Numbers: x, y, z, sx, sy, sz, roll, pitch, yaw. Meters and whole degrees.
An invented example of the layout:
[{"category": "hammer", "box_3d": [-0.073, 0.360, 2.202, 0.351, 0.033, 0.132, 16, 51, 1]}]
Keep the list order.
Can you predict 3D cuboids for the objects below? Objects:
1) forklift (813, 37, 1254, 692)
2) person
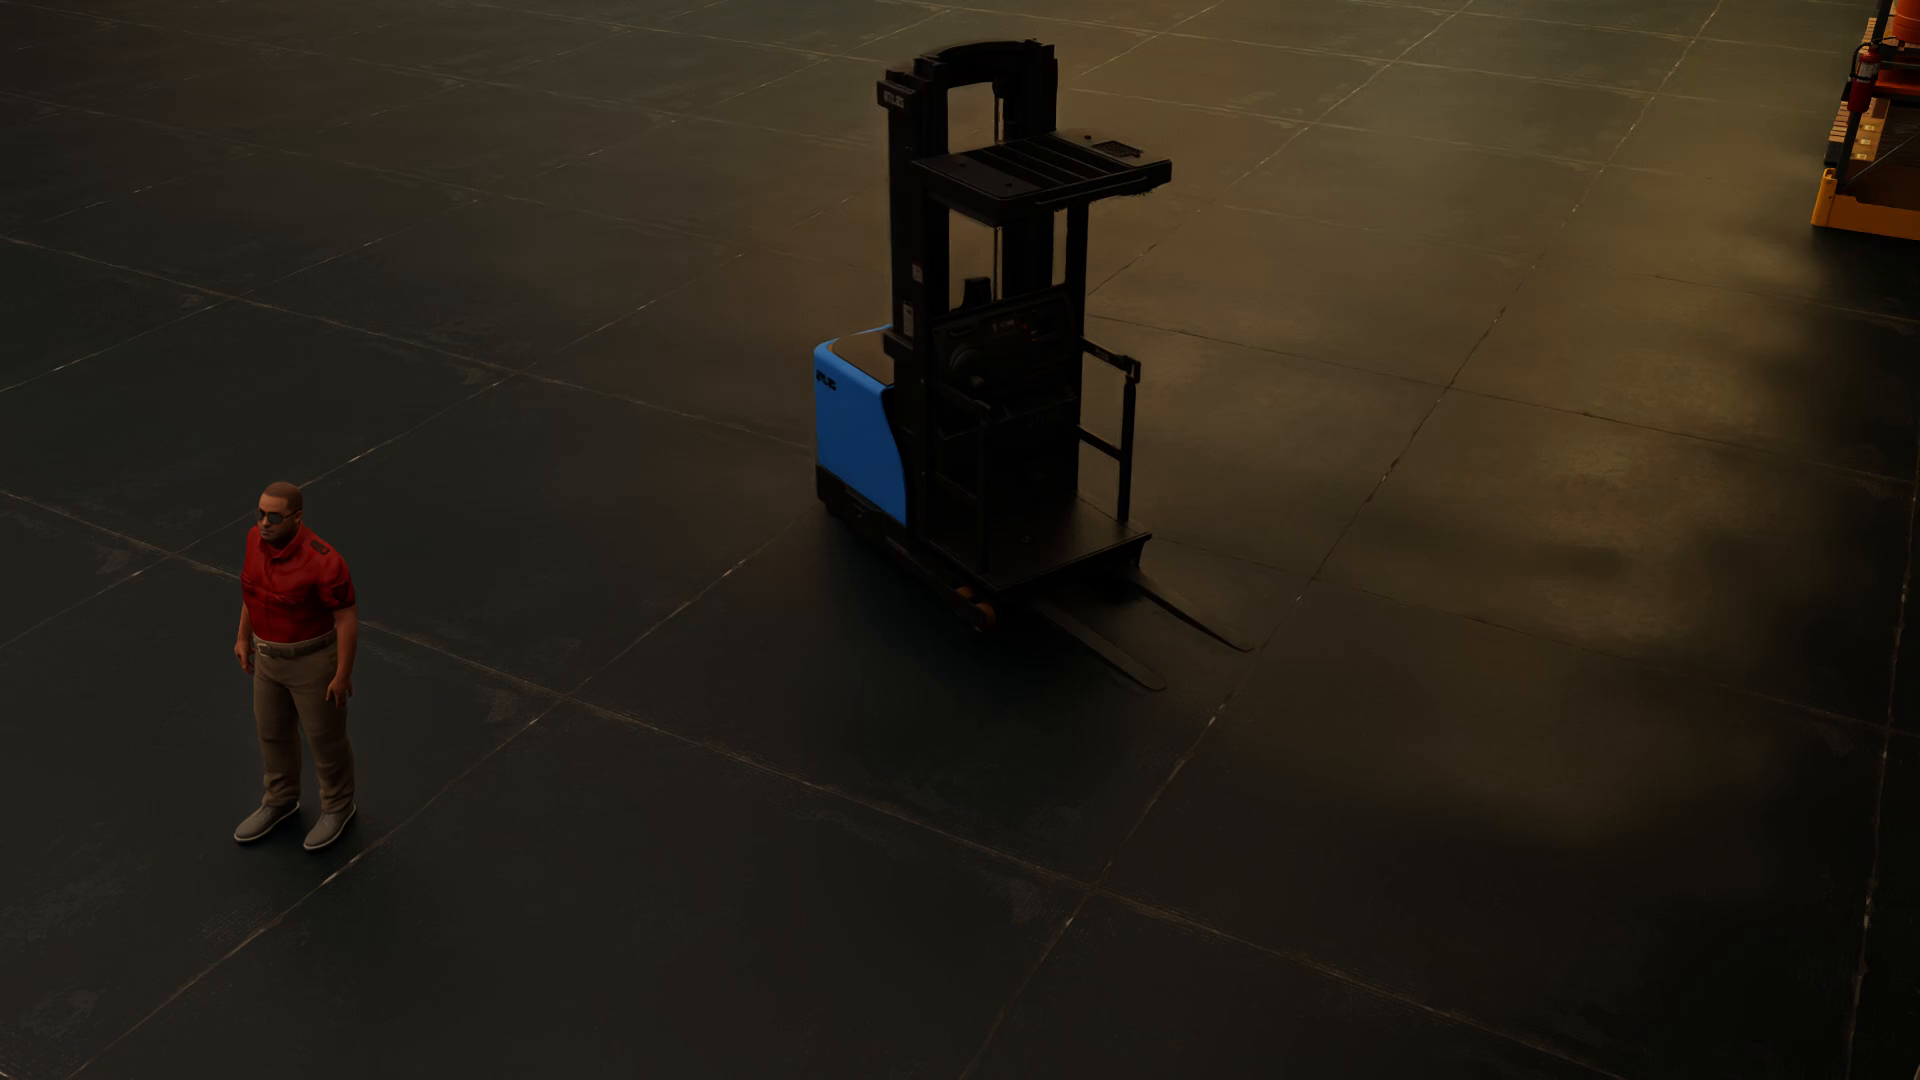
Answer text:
[{"category": "forklift", "box_3d": [0.371, -1.039, 8.871, 1.130, 2.935, 3.031, -20, 35, -30]}, {"category": "person", "box_3d": [-2.949, 0.574, 7.270, 0.629, 1.731, 0.540, 13, 33, 22]}]
